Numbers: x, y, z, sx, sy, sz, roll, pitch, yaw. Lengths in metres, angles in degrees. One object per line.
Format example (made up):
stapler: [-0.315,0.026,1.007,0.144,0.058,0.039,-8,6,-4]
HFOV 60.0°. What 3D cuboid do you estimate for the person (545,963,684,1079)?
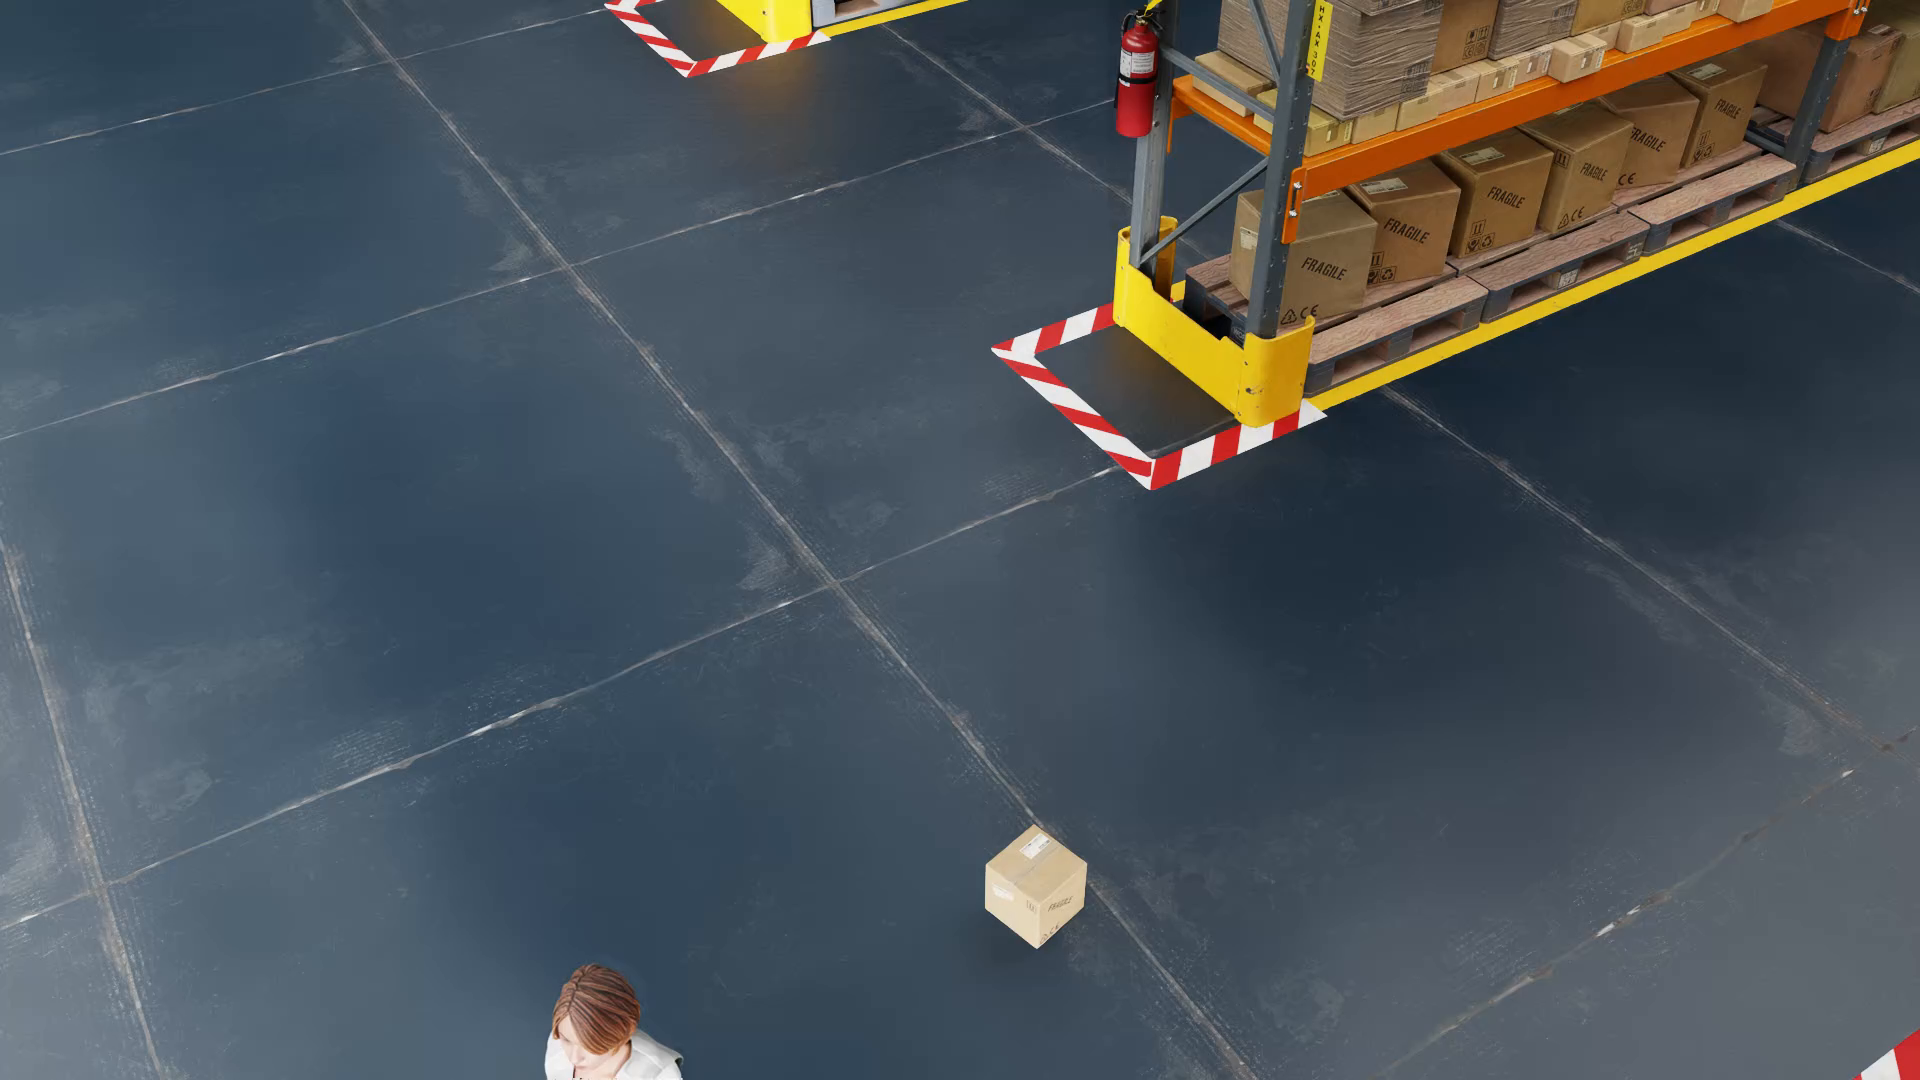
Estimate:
person: [-0.831,1.619,4.310,0.429,1.562,0.584,18,45,20]
